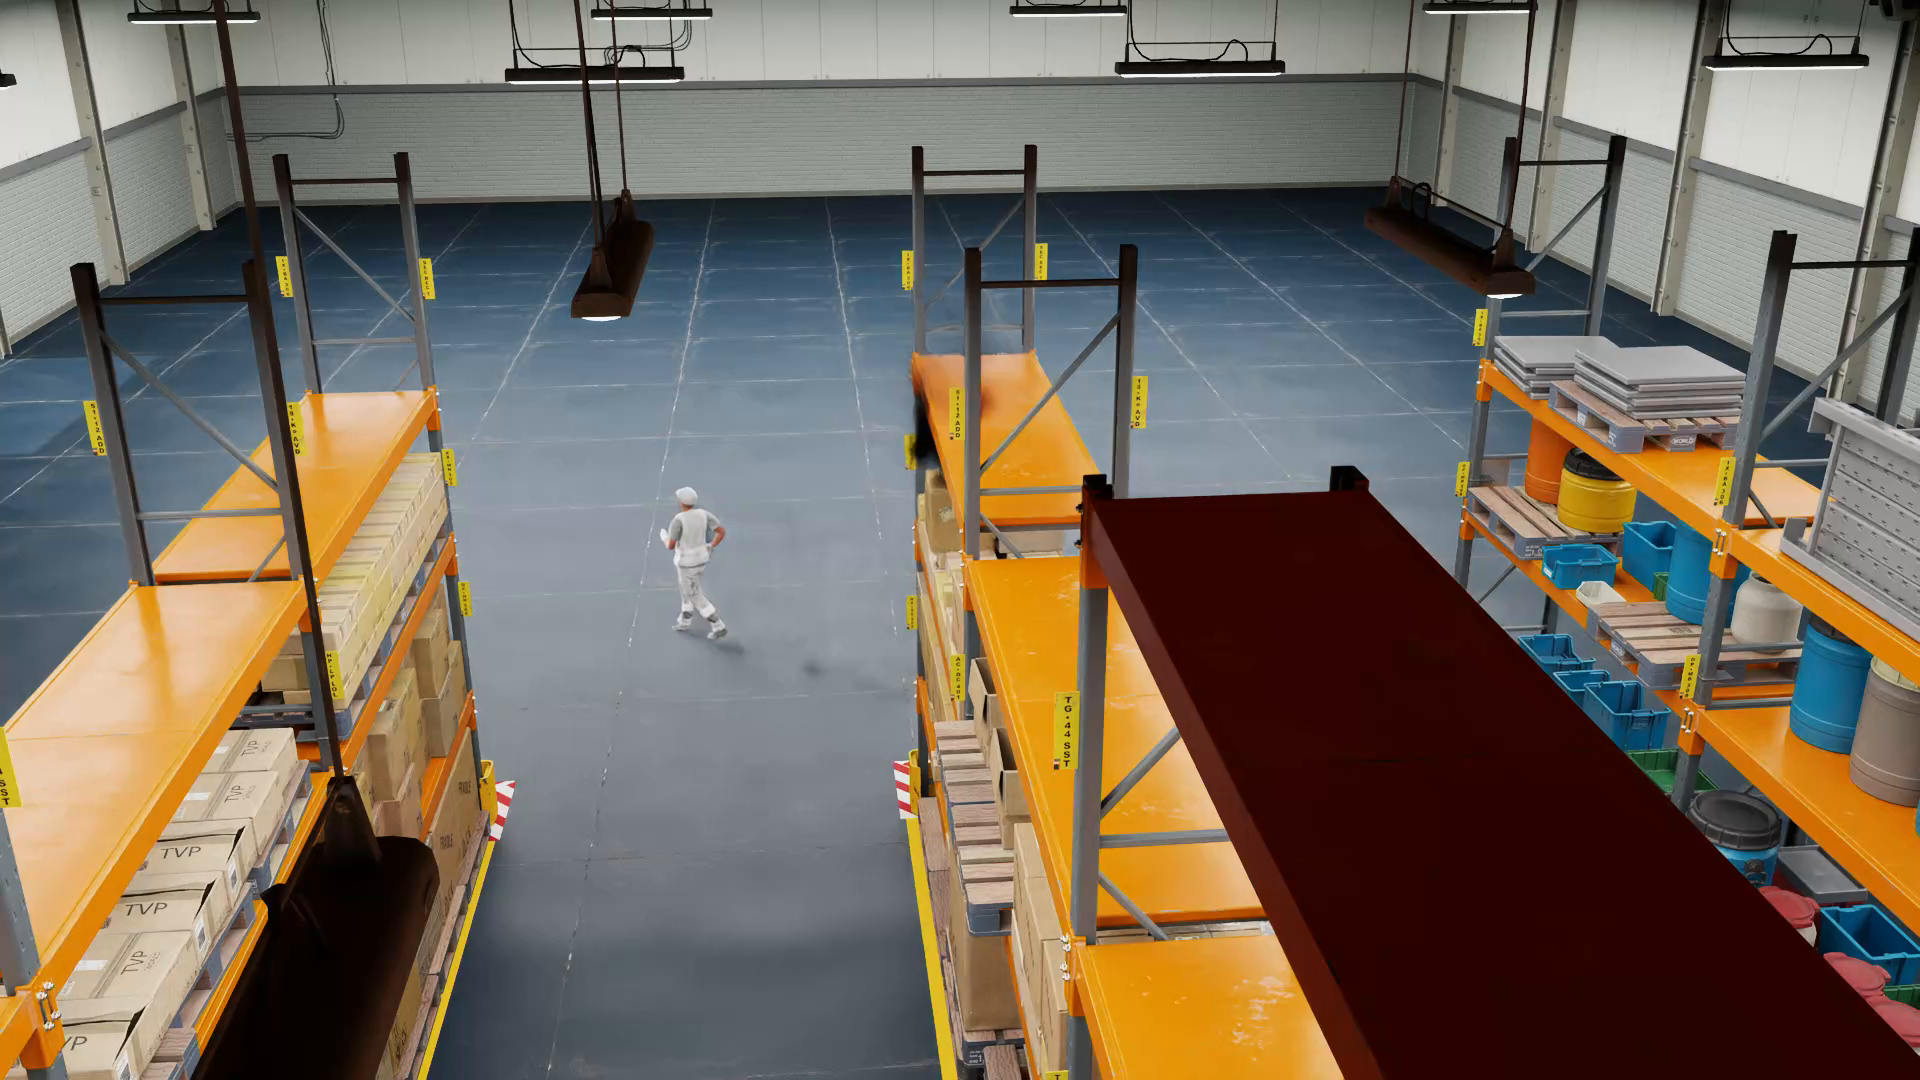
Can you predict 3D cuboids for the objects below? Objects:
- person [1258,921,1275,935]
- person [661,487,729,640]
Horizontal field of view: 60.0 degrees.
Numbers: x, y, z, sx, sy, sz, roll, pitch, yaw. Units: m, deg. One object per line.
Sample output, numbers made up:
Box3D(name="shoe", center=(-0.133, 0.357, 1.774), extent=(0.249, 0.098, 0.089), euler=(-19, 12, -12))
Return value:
Box3D(name="person", center=(2.132, 3.037, 11.638), extent=(0.581, 1.698, 0.924), euler=(-6, 22, -15))
Box3D(name="person", center=(-2.977, 0.291, 18.463), extent=(0.916, 1.815, 0.629), euler=(15, 26, 33))
